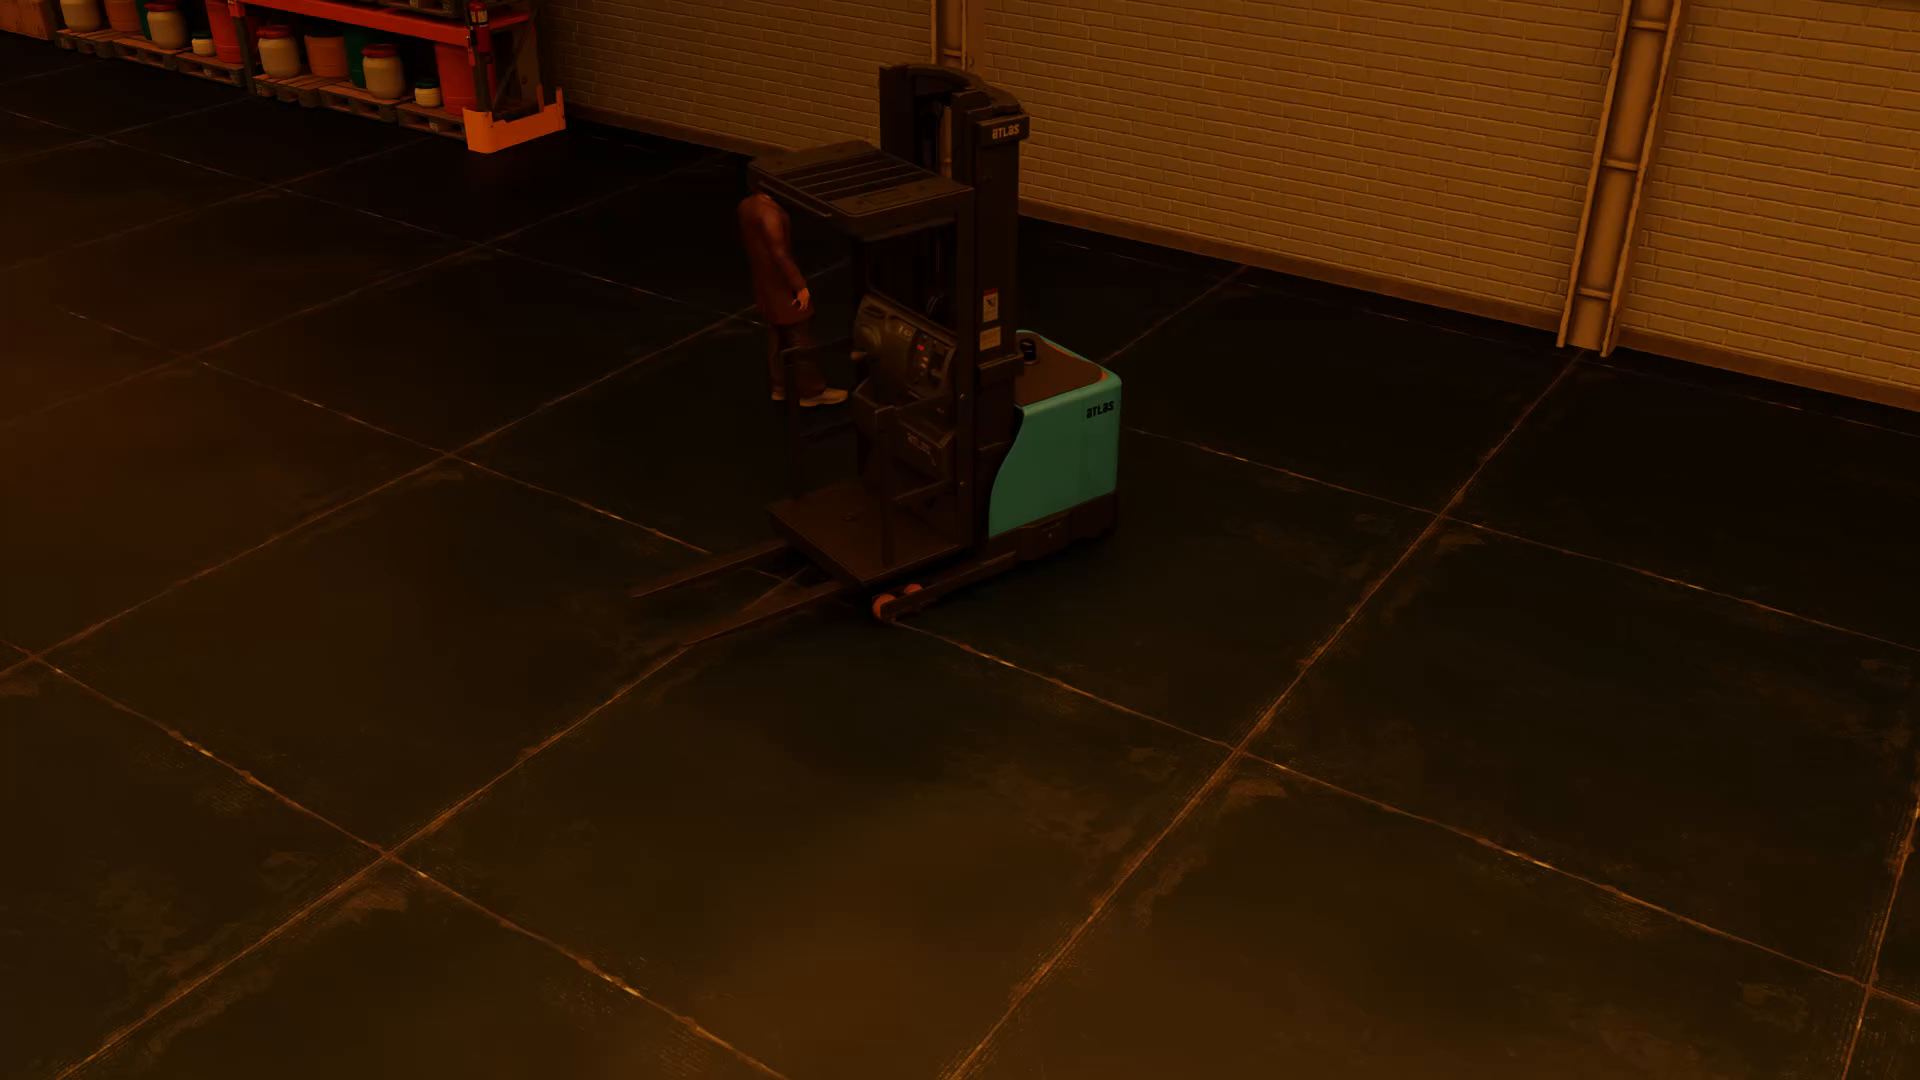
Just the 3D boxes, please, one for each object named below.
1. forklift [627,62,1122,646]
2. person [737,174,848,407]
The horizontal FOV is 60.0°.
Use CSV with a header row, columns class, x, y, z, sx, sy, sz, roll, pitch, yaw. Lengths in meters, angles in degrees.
class,x,y,z,sx,sy,sz,roll,pitch,yaw
forklift,-0.491,-1.086,9.451,3.031,2.935,1.130,-20,36,-31
person,-1.214,-1.848,11.899,0.583,1.778,0.699,-17,34,-27
